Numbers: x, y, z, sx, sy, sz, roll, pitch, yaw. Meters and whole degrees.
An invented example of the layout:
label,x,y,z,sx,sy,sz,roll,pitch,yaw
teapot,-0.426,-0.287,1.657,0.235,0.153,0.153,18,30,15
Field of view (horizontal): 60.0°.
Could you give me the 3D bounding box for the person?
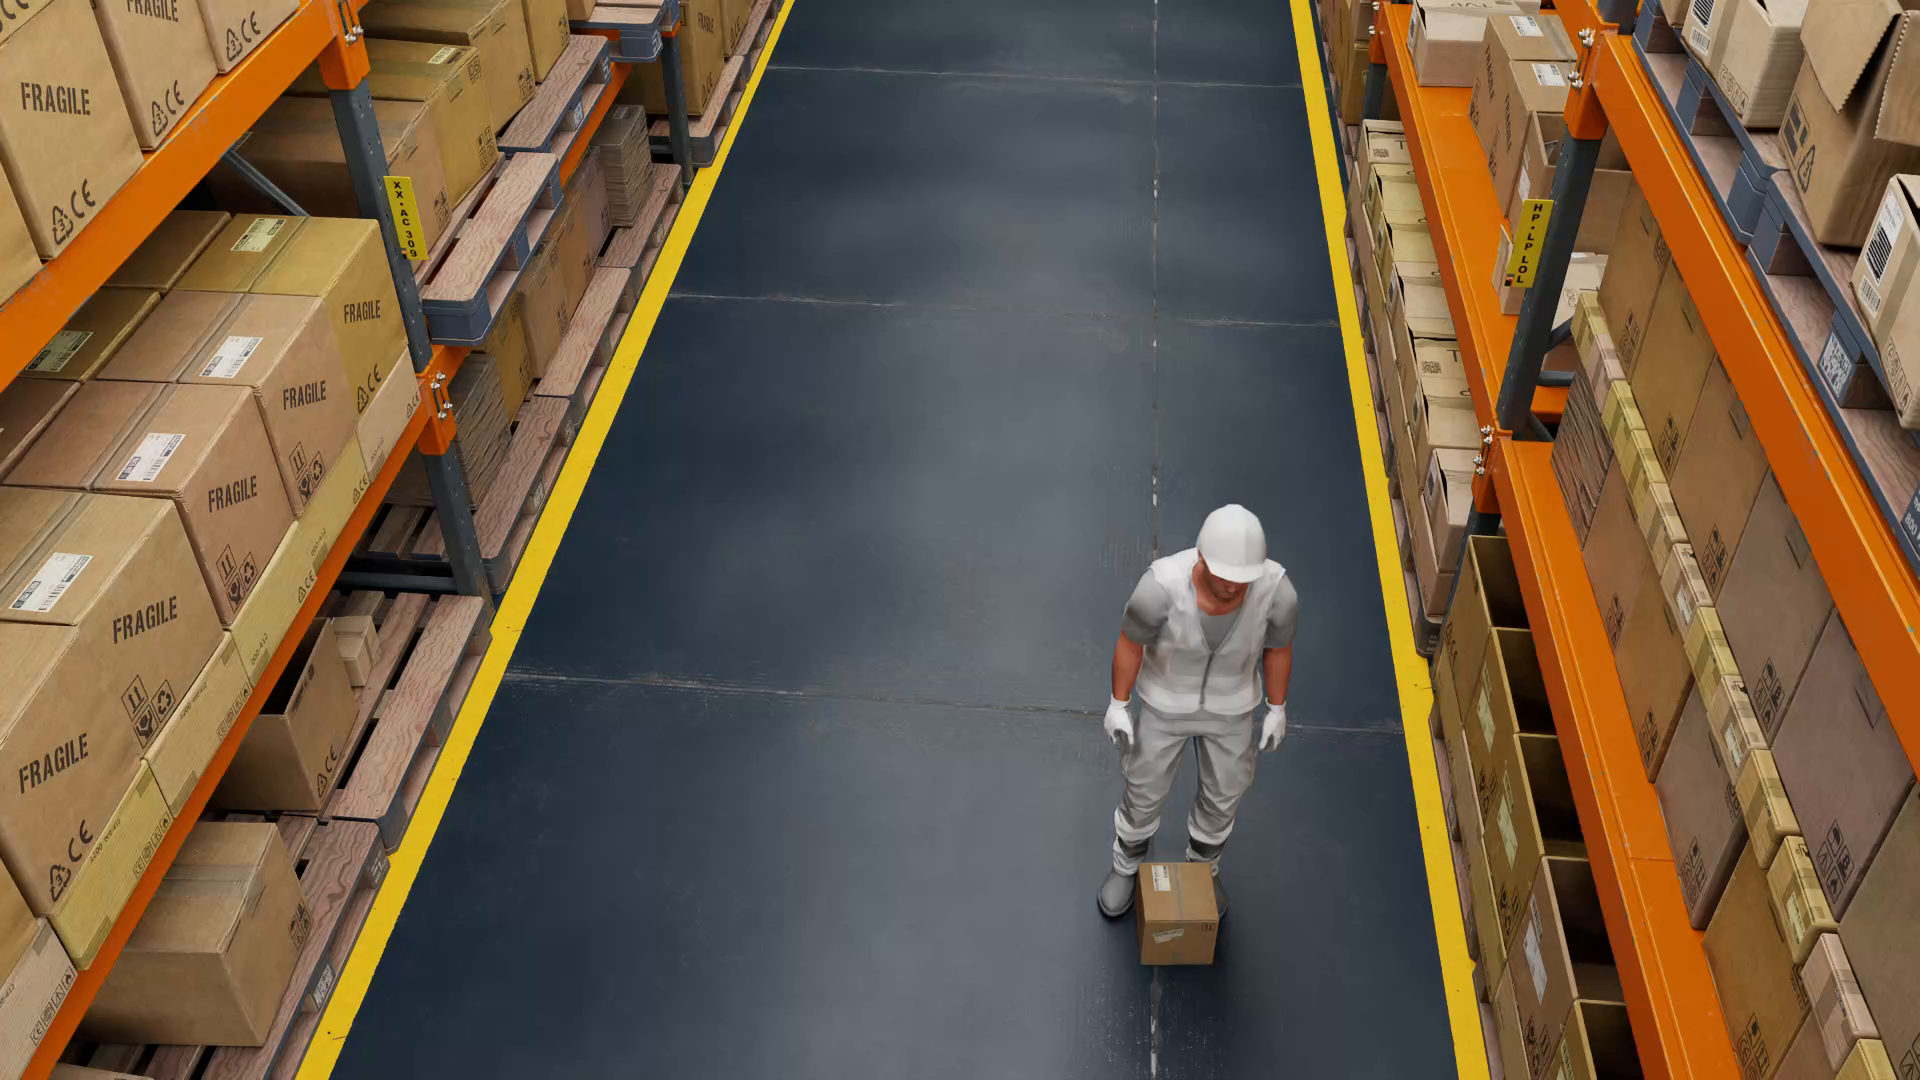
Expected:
label,x,y,z,sx,sy,sz,roll,pitch,yaw
person,0.779,0.568,5.462,0.609,1.777,0.453,1,40,2
